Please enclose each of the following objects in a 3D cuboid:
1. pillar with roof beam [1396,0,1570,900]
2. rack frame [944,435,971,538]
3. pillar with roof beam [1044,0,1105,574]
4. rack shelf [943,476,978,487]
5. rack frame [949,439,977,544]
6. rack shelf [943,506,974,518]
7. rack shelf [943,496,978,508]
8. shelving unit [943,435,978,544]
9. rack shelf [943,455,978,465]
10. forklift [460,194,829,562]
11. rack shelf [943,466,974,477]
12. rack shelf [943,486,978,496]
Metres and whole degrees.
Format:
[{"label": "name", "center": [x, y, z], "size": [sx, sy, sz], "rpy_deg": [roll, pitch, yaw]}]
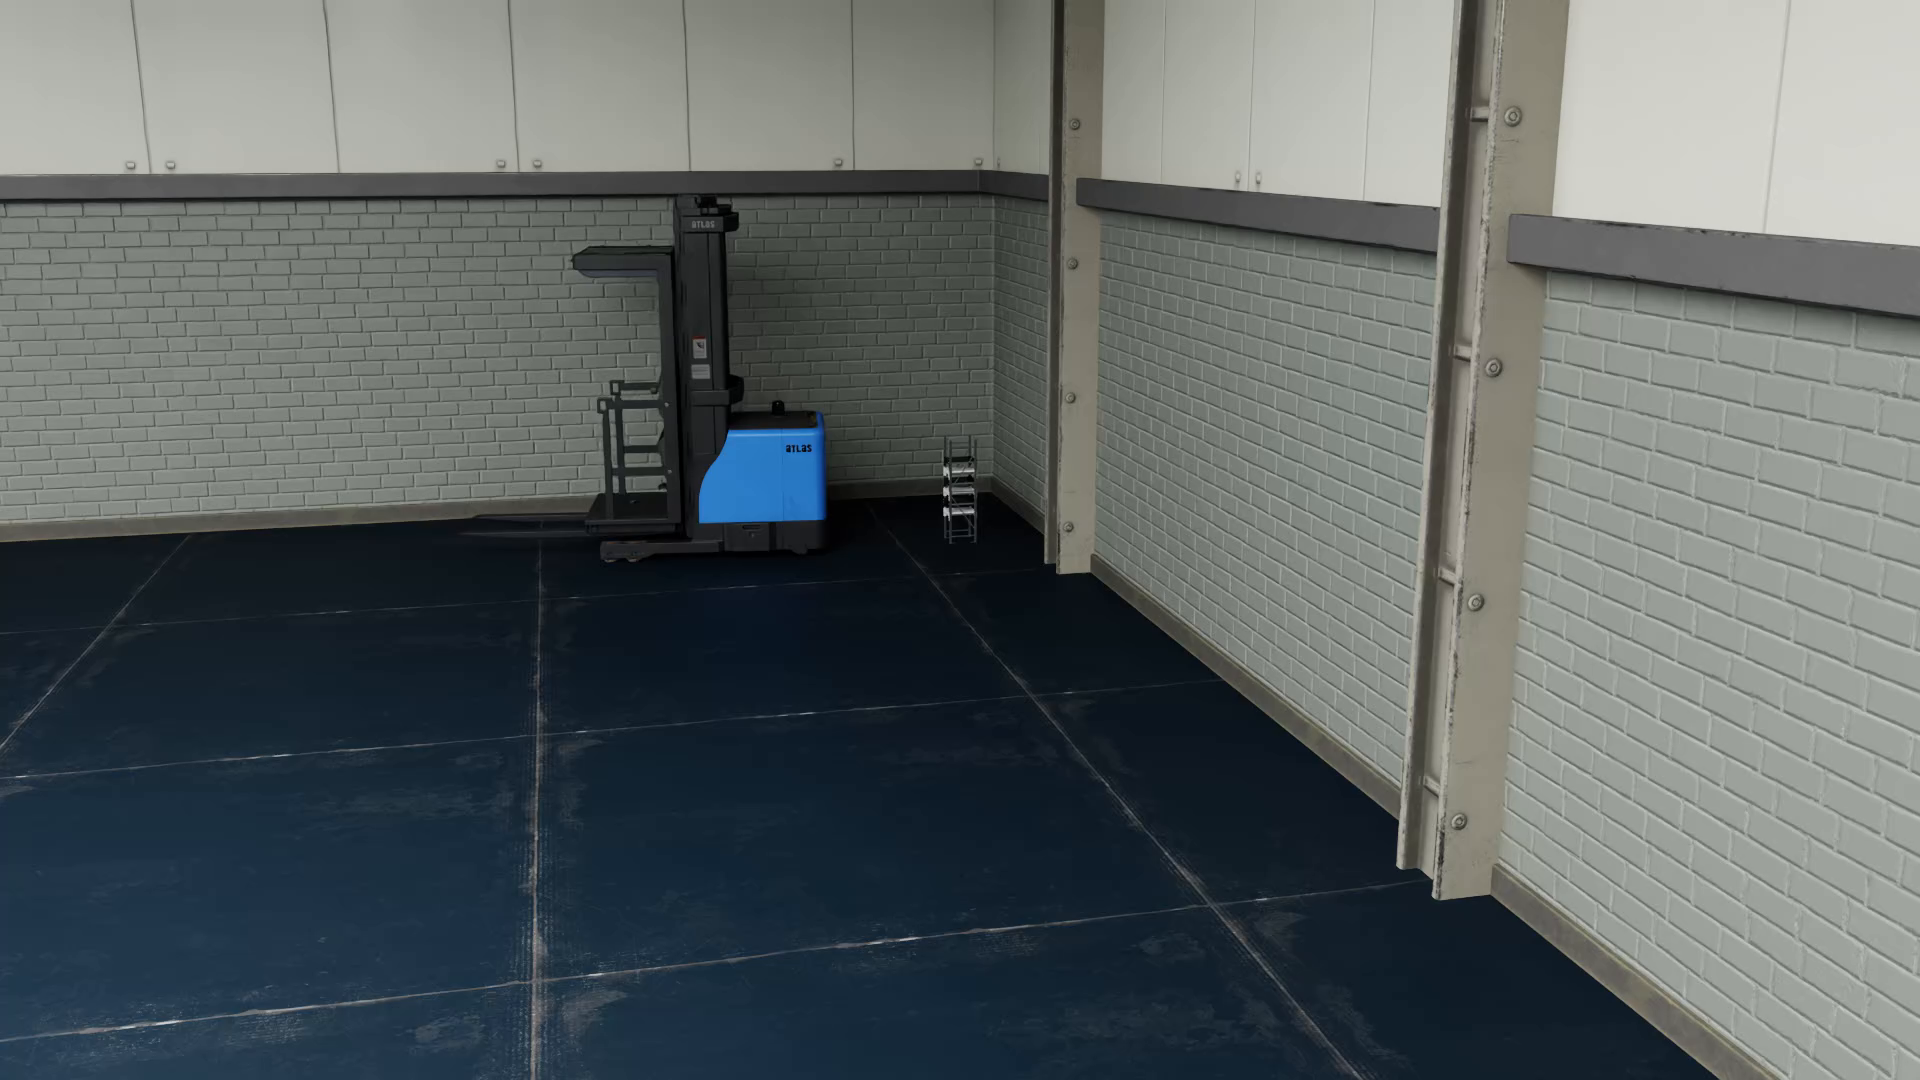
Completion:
[{"label": "pillar with roof beam", "center": [-1.888, -2.529, 5.816], "size": [9.100, 9.000, 0.400], "rpy_deg": [-3, 14, -13]}, {"label": "rack frame", "center": [-0.022, -0.459, 14.409], "size": [0.240, 0.900, 0.006], "rpy_deg": [-3, 14, -13]}, {"label": "pillar with roof beam", "center": [-3.297, -3.913, 11.482], "size": [9.100, 9.000, 0.400], "rpy_deg": [-3, 14, -13]}, {"label": "rack shelf", "center": [0.002, -0.490, 14.299], "size": [0.258, 0.077, 0.200], "rpy_deg": [-3, 14, -13]}, {"label": "rack frame", "center": [0.026, -0.412, 14.217], "size": [0.240, 0.900, 0.006], "rpy_deg": [-3, 14, -13]}, {"label": "rack shelf", "center": [0.002, -0.228, 14.363], "size": [0.258, 0.077, 0.200], "rpy_deg": [-3, 14, -13]}, {"label": "rack shelf", "center": [0.002, -0.315, 14.342], "size": [0.258, 0.077, 0.200], "rpy_deg": [-3, 14, -13]}, {"label": "shelving unit", "center": [0.002, -0.435, 14.313], "size": [0.258, 0.900, 0.210], "rpy_deg": [-3, 14, -13]}, {"label": "rack shelf", "center": [0.002, -0.665, 14.256], "size": [0.258, 0.077, 0.200], "rpy_deg": [-3, 14, -13]}, {"label": "forklift", "center": [-2.646, -1.372, 13.866], "size": [3.031, 2.935, 1.130], "rpy_deg": [-1, 14, -6]}, {"label": "rack shelf", "center": [0.002, -0.578, 14.278], "size": [0.258, 0.077, 0.200], "rpy_deg": [-3, 14, -13]}, {"label": "rack shelf", "center": [0.002, -0.403, 14.321], "size": [0.258, 0.077, 0.200], "rpy_deg": [-3, 14, -13]}]
